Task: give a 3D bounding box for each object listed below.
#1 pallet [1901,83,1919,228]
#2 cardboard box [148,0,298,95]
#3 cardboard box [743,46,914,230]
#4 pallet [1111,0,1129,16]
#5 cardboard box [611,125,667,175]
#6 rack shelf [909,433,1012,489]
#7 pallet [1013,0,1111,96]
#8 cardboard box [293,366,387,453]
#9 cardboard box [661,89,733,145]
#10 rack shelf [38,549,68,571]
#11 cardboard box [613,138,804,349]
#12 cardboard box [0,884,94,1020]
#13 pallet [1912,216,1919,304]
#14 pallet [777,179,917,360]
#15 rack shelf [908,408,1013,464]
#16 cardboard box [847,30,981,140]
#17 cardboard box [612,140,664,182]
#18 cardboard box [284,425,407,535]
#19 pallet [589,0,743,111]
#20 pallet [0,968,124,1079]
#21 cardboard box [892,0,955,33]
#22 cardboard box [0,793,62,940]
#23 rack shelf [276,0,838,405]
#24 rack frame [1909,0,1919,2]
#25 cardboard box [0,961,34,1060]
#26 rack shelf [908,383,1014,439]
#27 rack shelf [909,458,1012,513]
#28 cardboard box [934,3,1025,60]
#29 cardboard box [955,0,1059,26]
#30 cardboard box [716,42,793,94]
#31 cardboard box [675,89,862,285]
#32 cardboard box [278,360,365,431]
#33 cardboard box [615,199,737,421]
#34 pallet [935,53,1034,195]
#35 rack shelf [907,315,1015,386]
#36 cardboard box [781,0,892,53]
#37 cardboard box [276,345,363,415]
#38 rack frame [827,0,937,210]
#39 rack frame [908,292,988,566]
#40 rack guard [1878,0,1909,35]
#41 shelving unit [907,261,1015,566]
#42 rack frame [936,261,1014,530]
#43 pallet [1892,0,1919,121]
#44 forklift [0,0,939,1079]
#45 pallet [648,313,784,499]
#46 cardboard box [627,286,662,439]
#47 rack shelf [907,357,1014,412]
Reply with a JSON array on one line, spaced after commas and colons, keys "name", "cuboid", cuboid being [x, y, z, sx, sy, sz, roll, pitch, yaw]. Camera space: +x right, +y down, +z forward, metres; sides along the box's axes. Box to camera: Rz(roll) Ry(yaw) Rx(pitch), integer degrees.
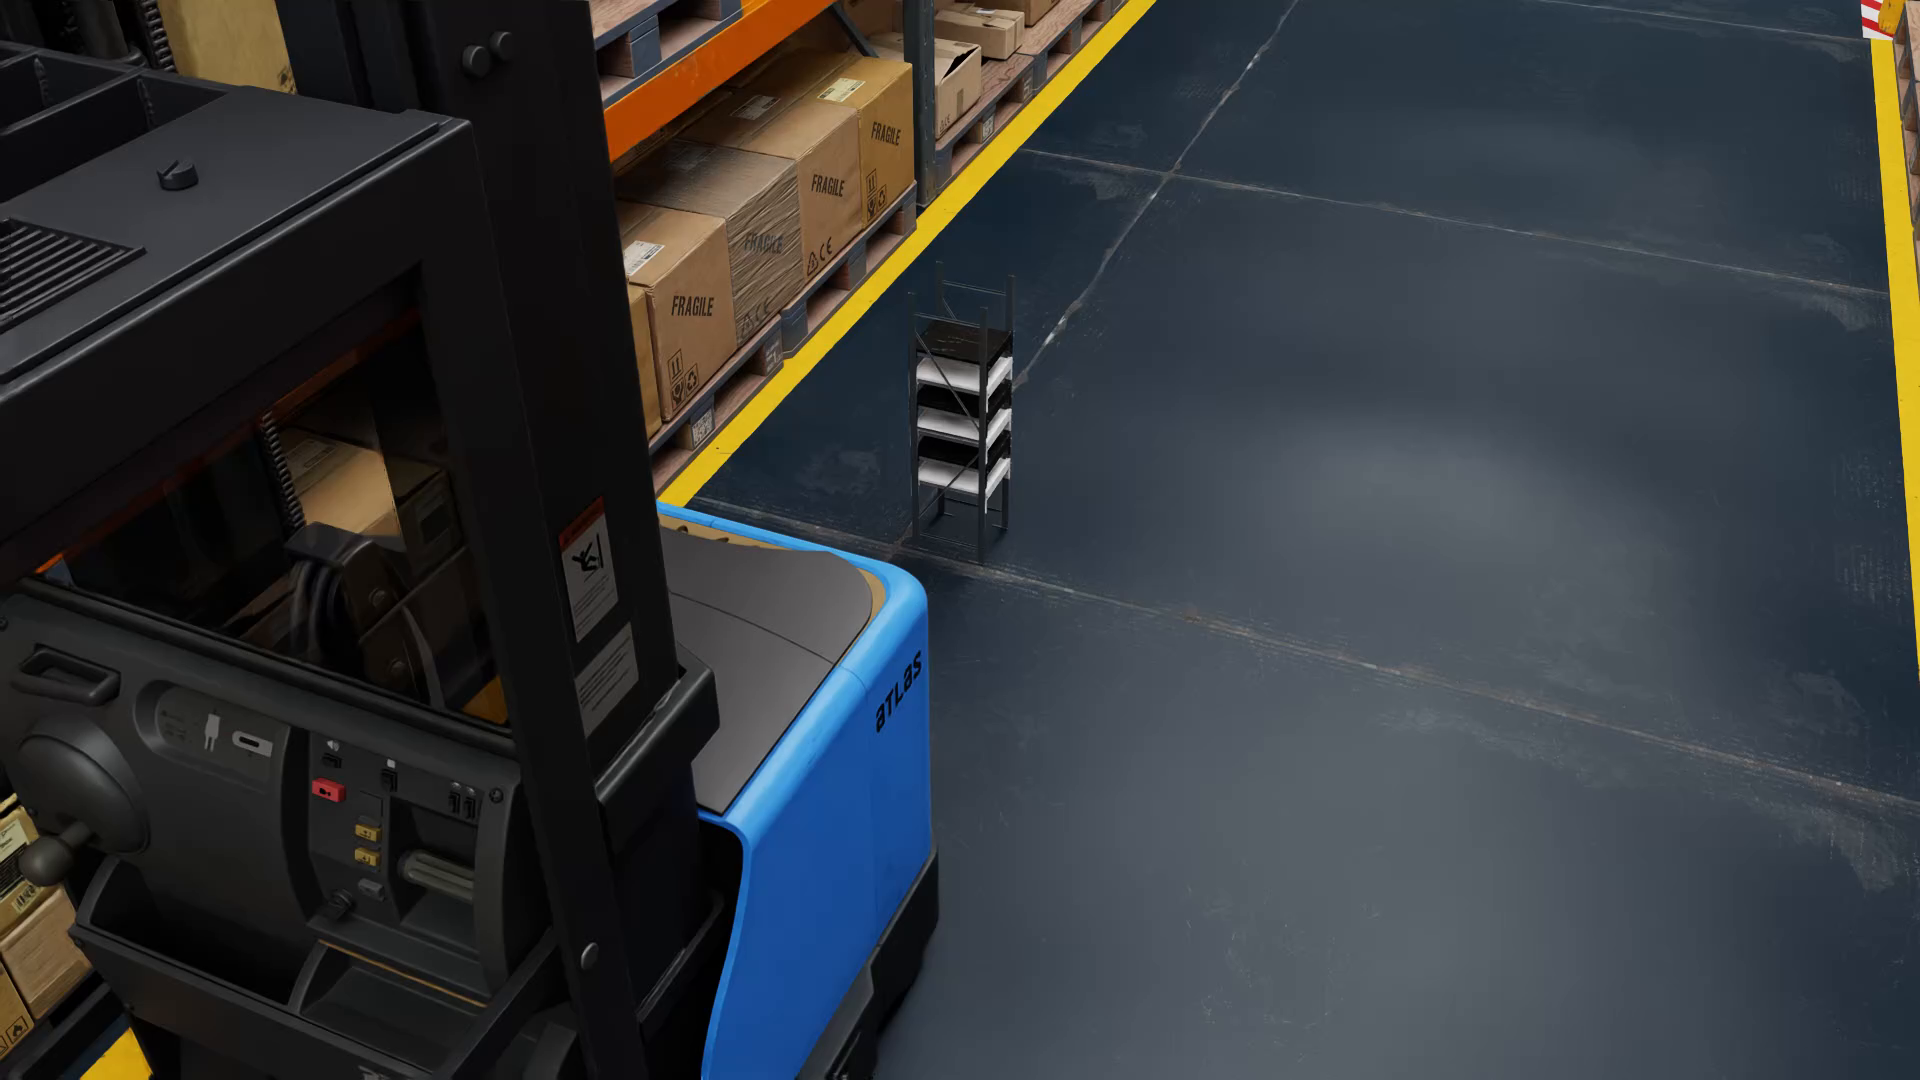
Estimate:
[{"name": "pallet", "cuboid": [4.697, -1.613, 7.232, 1.003, 0.211, 1.213, 14, 39, 18]}, {"name": "cardboard box", "cuboid": [-1.975, -1.135, 3.829, 0.700, 0.500, 0.500, 2, 37, 2]}, {"name": "cardboard box", "cuboid": [-0.511, -1.603, 6.610, 0.500, 0.500, 0.500, 14, 39, 17]}, {"name": "pallet", "cuboid": [0.602, -3.381, 9.597, 1.003, 0.211, 1.213, 14, 39, 18]}, {"name": "cardboard box", "cuboid": [-1.378, -1.476, 5.814, 0.500, 0.250, 0.500, 14, 39, 18]}, {"name": "rack shelf", "cuboid": [0.003, -0.266, 5.060, 0.258, 0.077, 0.200, 14, 39, 18]}, {"name": "pallet", "cuboid": [0.136, -2.708, 8.697, 1.003, 0.211, 1.213, 14, 39, 18]}, {"name": "cardboard box", "cuboid": [-1.479, -0.205, 4.740, 0.500, 0.500, 0.500, 12, 39, 16]}, {"name": "cardboard box", "cuboid": [-1.191, -1.432, 6.381, 0.500, 0.500, 0.500, 14, 39, 18]}, {"name": "rack shelf", "cuboid": [-2.872, 0.843, 2.217, 1.077, 0.370, 4.000, 14, 39, 18]}, {"name": "cardboard box", "cuboid": [-0.898, -1.054, 5.875, 0.500, 0.500, 0.500, 14, 39, 18]}, {"name": "cardboard box", "cuboid": [-2.085, 0.728, 3.717, 0.500, 0.250, 0.500, 15, 39, 19]}, {"name": "pallet", "cuboid": [4.235, -0.936, 6.325, 1.003, 0.211, 1.213, 14, 39, 18]}, {"name": "pallet", "cuboid": [-0.863, -1.191, 6.667, 1.003, 0.211, 1.213, 14, 39, 18]}, {"name": "rack shelf", "cuboid": [0.003, -0.338, 5.007, 0.258, 0.077, 0.200, 14, 39, 18]}, {"name": "cardboard box", "cuboid": [-0.229, -2.049, 7.365, 0.500, 0.311, 0.500, 14, 39, 18]}, {"name": "cardboard box", "cuboid": [-1.388, -1.157, 6.013, 0.500, 0.500, 0.500, 14, 39, 18]}, {"name": "cardboard box", "cuboid": [-1.673, 0.086, 4.350, 0.500, 0.500, 0.500, 15, 39, 20]}, {"name": "pallet", "cuboid": [-1.375, -1.553, 4.983, 1.003, 0.211, 1.213, 14, 39, 18]}, {"name": "pallet", "cuboid": [-2.460, 1.011, 3.720, 1.003, 0.211, 1.213, 14, 39, 18]}, {"name": "cardboard box", "cuboid": [-0.349, -2.662, 8.184, 0.500, 0.311, 0.500, 14, 39, 18]}, {"name": "cardboard box", "cuboid": [-2.082, 0.502, 3.550, 0.500, 0.311, 0.500, 15, 39, 19]}, {"name": "rack shelf", "cuboid": [-1.350, -1.372, 5.180, 1.077, 0.370, 4.000, 14, 39, 18]}, {"name": "rack frame", "cuboid": [5.513, -3.851, 7.897, 1.000, 3.000, 0.127, 14, 39, 18]}, {"name": "cardboard box", "cuboid": [-2.278, 1.014, 3.334, 0.500, 0.250, 0.500, 13, 39, 17]}, {"name": "rack shelf", "cuboid": [0.003, -0.410, 4.953, 0.258, 0.077, 0.200, 14, 39, 18]}, {"name": "rack shelf", "cuboid": [0.003, -0.194, 5.114, 0.258, 0.077, 0.200, 14, 39, 18]}, {"name": "cardboard box", "cuboid": [0.091, -2.473, 8.052, 0.380, 0.166, 0.250, 14, 39, 18]}, {"name": "cardboard box", "cuboid": [0.122, -2.985, 8.455, 0.797, 0.503, 0.637, 14, 39, 18]}, {"name": "cardboard box", "cuboid": [-0.998, -1.730, 6.779, 0.500, 0.500, 0.500, 12, 38, 16]}, {"name": "cardboard box", "cuboid": [-0.707, -1.332, 6.247, 0.500, 0.500, 0.500, 14, 39, 18]}, {"name": "cardboard box", "cuboid": [-1.972, -0.299, 4.864, 0.500, 0.500, 0.500, 15, 39, 20]}, {"name": "cardboard box", "cuboid": [-1.090, -0.772, 5.498, 0.500, 0.500, 0.500, 13, 39, 16]}, {"name": "pallet", "cuboid": [-0.326, -2.030, 7.790, 1.003, 0.211, 1.213, 14, 39, 18]}, {"name": "rack shelf", "cuboid": [0.003, -0.555, 4.845, 0.258, 0.077, 0.200, 14, 39, 18]}, {"name": "cardboard box", "cuboid": [-0.634, -2.322, 7.572, 0.500, 0.500, 0.500, 14, 39, 18]}, {"name": "cardboard box", "cuboid": [-1.954, -0.631, 4.683, 0.500, 0.250, 0.500, 15, 39, 19]}, {"name": "rack frame", "cuboid": [-0.589, -2.767, 6.446, 1.000, 3.000, 0.127, 14, 39, 18]}, {"name": "rack frame", "cuboid": [-0.036, -0.309, 4.911, 0.240, 0.900, 0.006, 14, 39, 18]}, {"name": "rack guard", "cuboid": [5.510, -2.866, 8.667, 1.175, 0.500, 0.348, 14, 39, 18]}, {"name": "shelving unit", "cuboid": [0.003, -0.365, 4.987, 0.258, 0.900, 0.210, 14, 39, 18]}, {"name": "rack frame", "cuboid": [0.042, -0.421, 5.062, 0.240, 0.900, 0.006, 14, 39, 18]}, {"name": "pallet", "cuboid": [5.163, -2.287, 8.133, 1.003, 0.211, 1.213, 14, 39, 18]}, {"name": "forklift", "cuboid": [-1.103, 0.444, 2.208, 1.130, 2.935, 3.031, 15, 39, 19]}, {"name": "pallet", "cuboid": [-1.326, -0.513, 5.760, 1.003, 0.211, 1.213, 14, 39, 18]}, {"name": "cardboard box", "cuboid": [-1.284, -0.482, 5.110, 0.500, 0.500, 0.500, 13, 39, 17]}, {"name": "rack shelf", "cuboid": [0.003, -0.482, 4.899, 0.258, 0.077, 0.200, 14, 39, 18]}]
